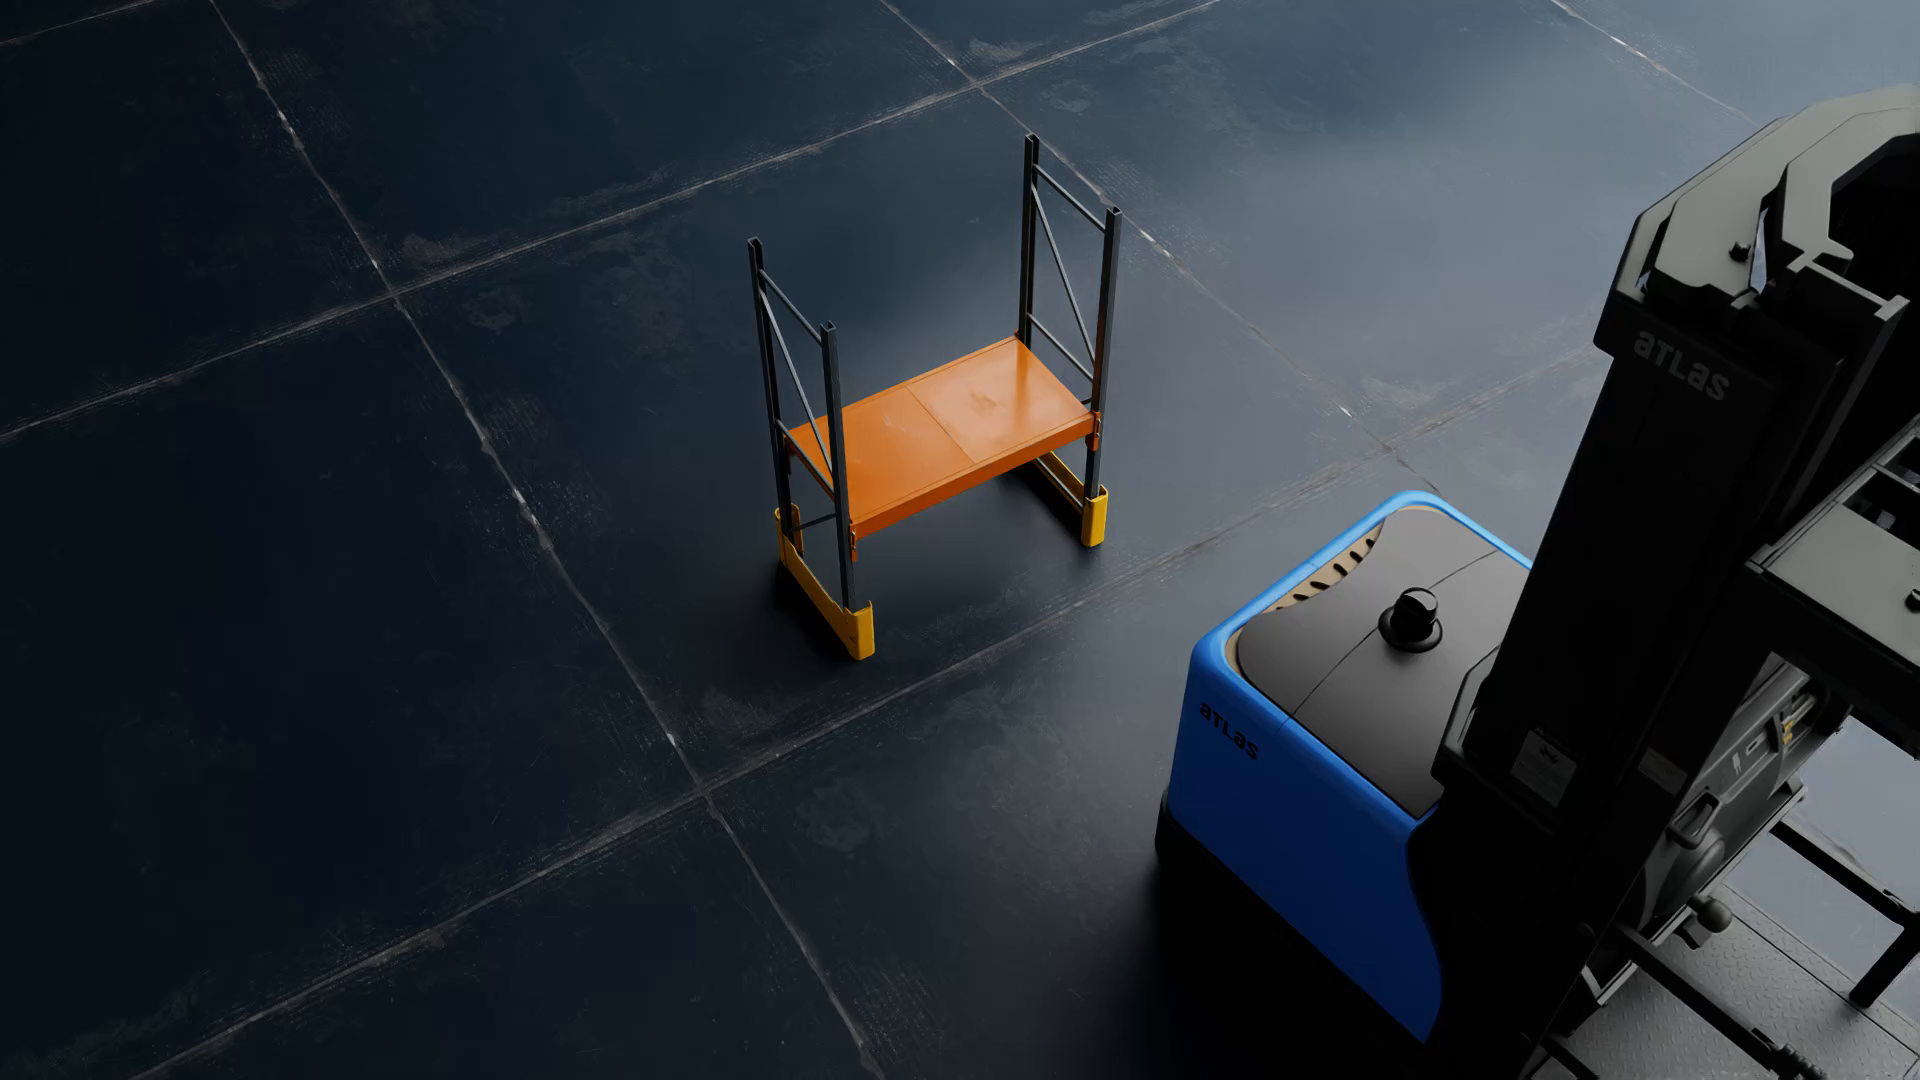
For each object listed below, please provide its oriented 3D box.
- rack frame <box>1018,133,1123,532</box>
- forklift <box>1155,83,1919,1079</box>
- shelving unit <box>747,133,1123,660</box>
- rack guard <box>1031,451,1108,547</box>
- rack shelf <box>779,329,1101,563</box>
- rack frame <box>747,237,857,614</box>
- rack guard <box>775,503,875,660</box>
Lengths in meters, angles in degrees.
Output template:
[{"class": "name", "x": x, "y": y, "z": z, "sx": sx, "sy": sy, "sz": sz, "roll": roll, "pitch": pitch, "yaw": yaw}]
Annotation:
[{"class": "rack frame", "x": 0.358, "y": -0.667, "z": 5.840, "sx": 0.032, "sy": 1.500, "sz": 0.500, "roll": -25, "pitch": 53, "yaw": -21}, {"class": "forklift", "x": 1.964, "y": 0.632, "z": 3.724, "sx": 1.130, "sy": 2.935, "sz": 3.031, "roll": -33, "pitch": 56, "yaw": -26}, {"class": "shelving unit", "x": -0.064, "y": -0.468, "z": 5.663, "sx": 1.083, "sy": 1.500, "sz": 0.587, "roll": -25, "pitch": 53, "yaw": -21}, {"class": "rack guard", "x": 0.357, "y": -0.251, "z": 6.306, "sx": 0.087, "sy": 0.250, "sz": 0.587, "roll": -25, "pitch": 53, "yaw": -21}, {"class": "rack shelf", "x": -0.072, "y": -0.345, "z": 5.794, "sx": 1.000, "sy": 0.185, "sz": 0.538, "roll": -25, "pitch": 53, "yaw": -21}, {"class": "rack frame", "x": -0.502, "y": -0.262, "z": 5.479, "sx": 0.032, "sy": 1.500, "sz": 0.500, "roll": -25, "pitch": 53, "yaw": -21}, {"class": "rack guard", "x": -0.486, "y": 0.146, "z": 5.953, "sx": 0.087, "sy": 0.250, "sz": 0.587, "roll": -25, "pitch": 53, "yaw": -21}]
